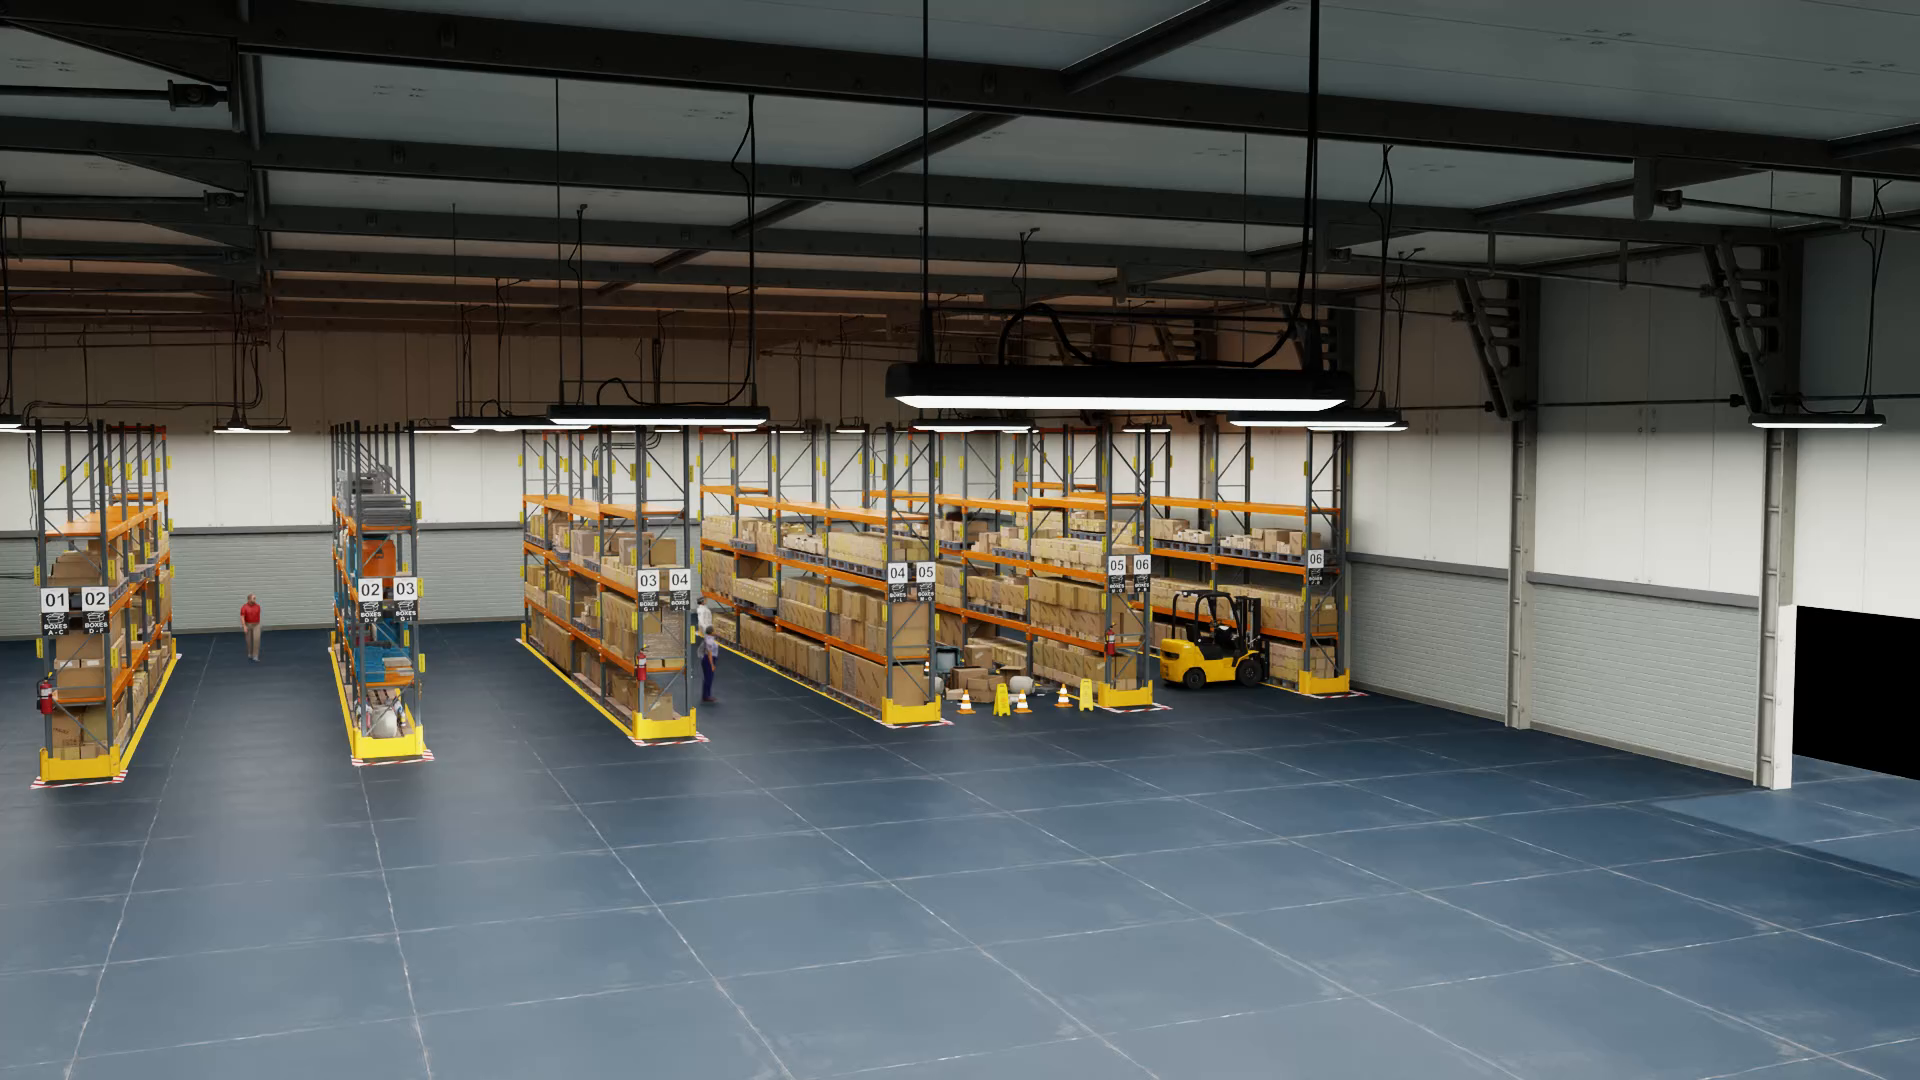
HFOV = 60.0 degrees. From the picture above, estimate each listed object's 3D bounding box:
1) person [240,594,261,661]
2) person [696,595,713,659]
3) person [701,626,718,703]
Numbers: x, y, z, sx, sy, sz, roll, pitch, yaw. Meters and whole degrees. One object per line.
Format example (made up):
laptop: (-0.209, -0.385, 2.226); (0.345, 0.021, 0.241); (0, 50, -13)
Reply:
person: (-18.086, 2.226, 42.394); (0.475, 1.681, 0.991); (-1, 4, -18)
person: (-6.484, 2.236, 42.542); (0.522, 1.681, 0.520); (2, 4, 30)
person: (-5.405, 2.663, 35.876); (0.391, 1.653, 0.534); (0, 4, -7)
